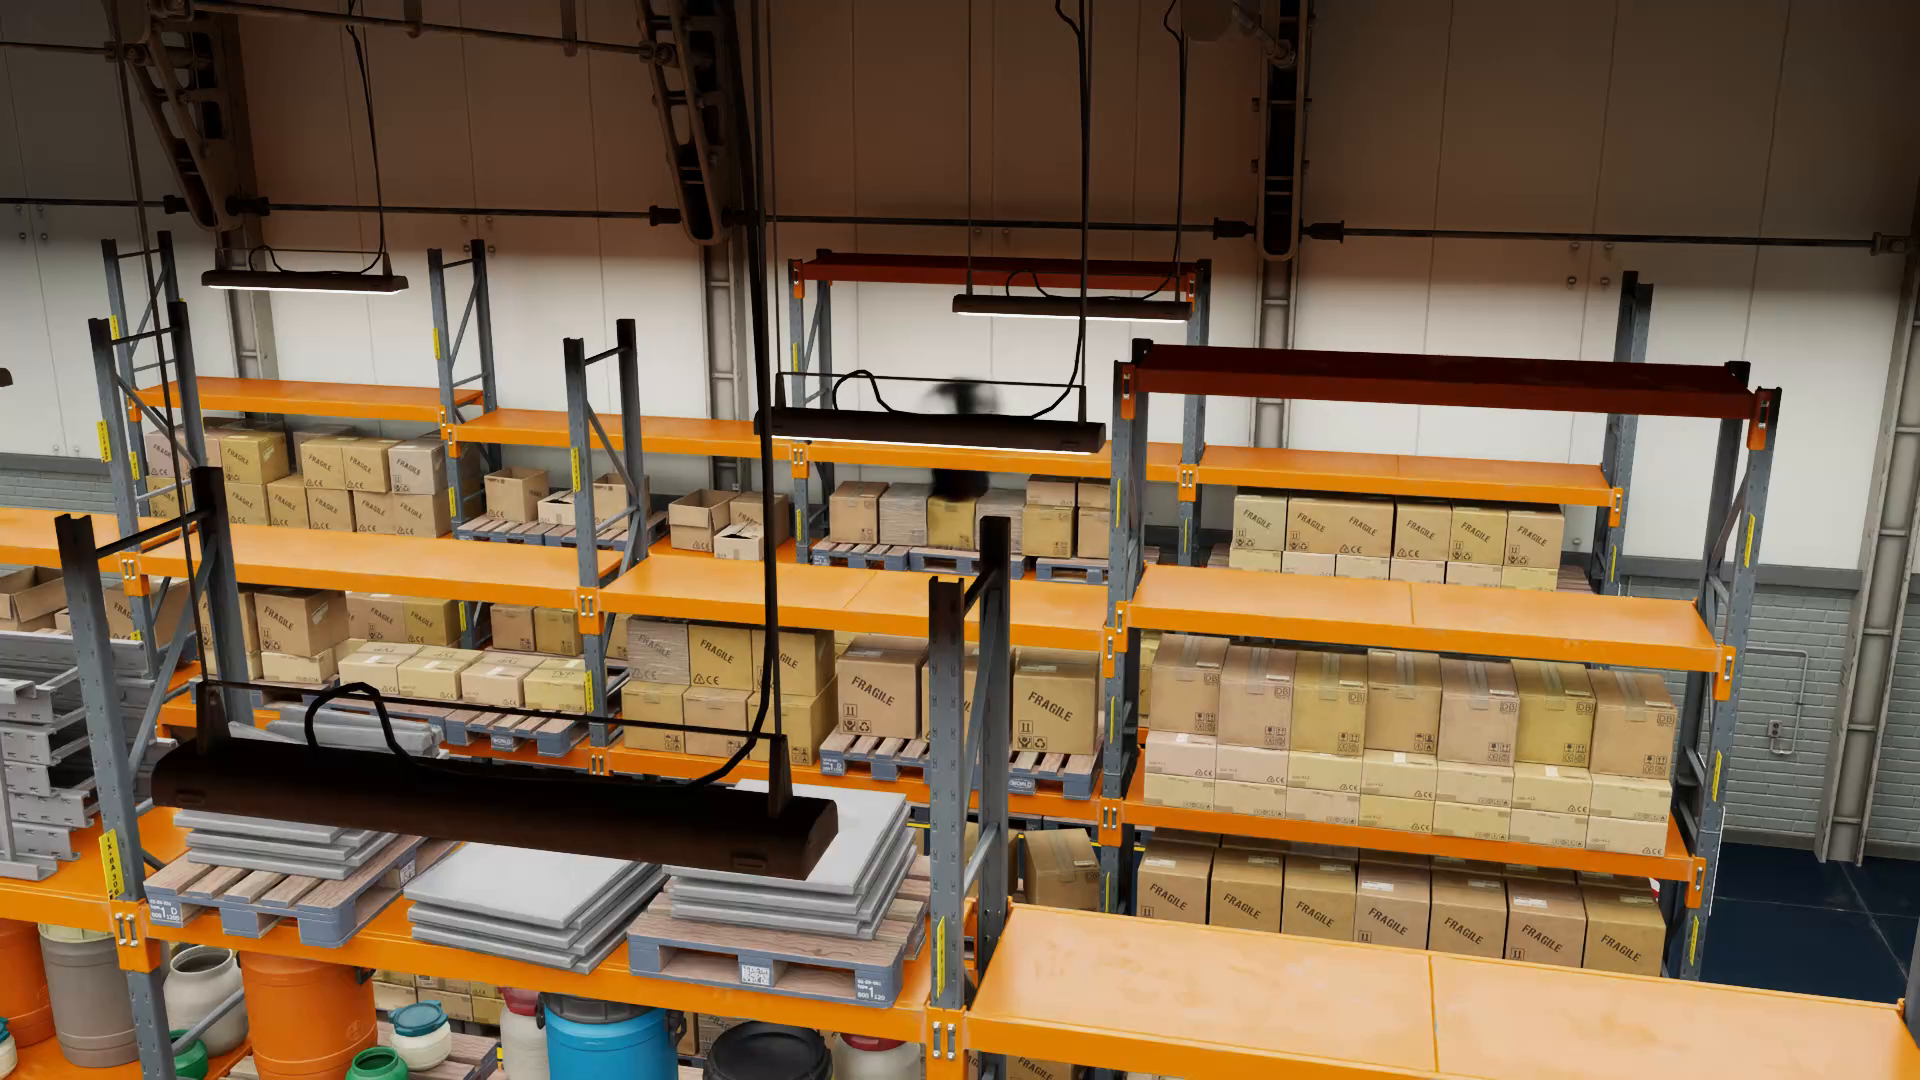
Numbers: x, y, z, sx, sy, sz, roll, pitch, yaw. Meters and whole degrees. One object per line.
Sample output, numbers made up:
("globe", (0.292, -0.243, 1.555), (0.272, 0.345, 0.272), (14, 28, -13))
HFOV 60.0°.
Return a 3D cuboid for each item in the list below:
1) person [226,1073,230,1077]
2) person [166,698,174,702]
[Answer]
("person", (-5.326, 3.826, 12.435), (0.517, 1.615, 0.712), (8, 18, 26))
("person", (-8.171, 2.255, 17.592), (0.794, 1.754, 0.635), (-8, 18, -26))
